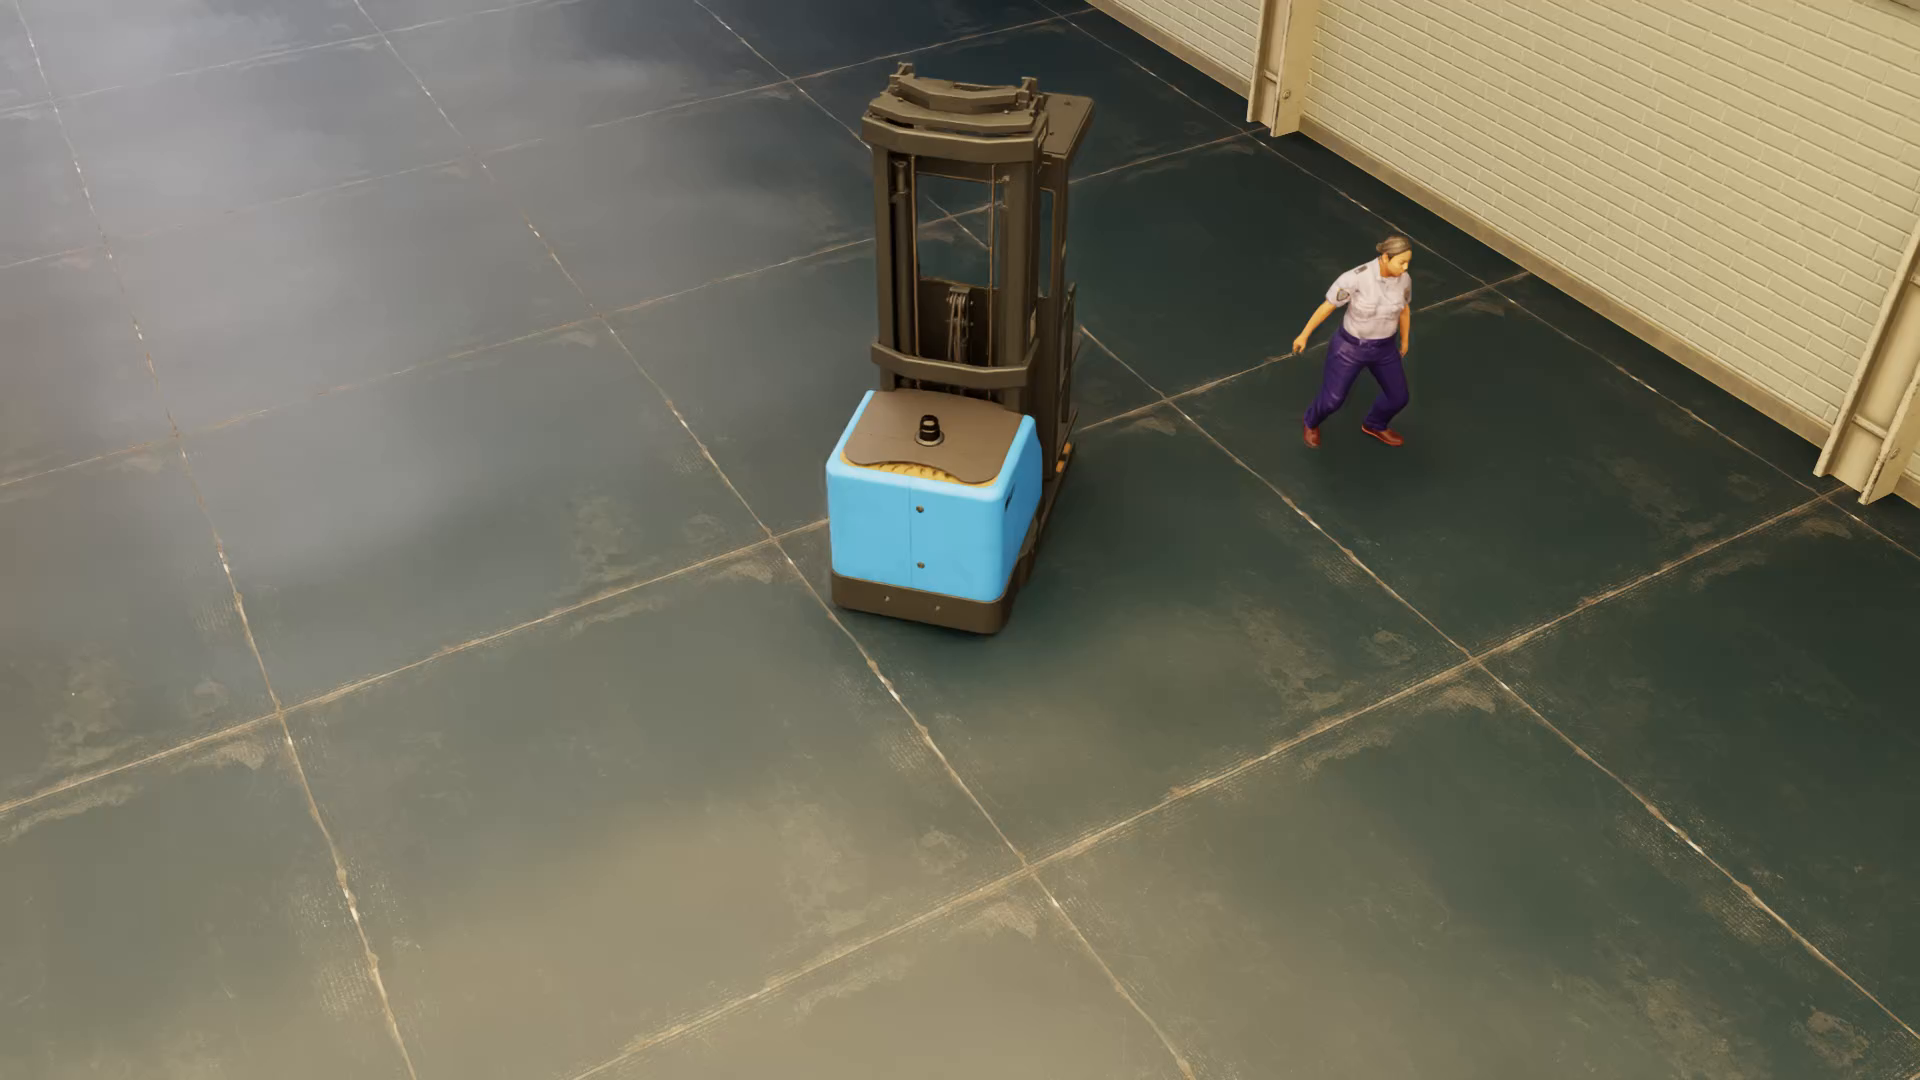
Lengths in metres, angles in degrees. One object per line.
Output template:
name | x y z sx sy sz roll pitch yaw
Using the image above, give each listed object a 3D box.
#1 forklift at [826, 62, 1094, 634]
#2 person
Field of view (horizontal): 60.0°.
forklift | 0.127 -1.537 9.889 1.130 2.935 3.031 10 41 12
person | 2.543 -1.259 10.655 0.823 1.619 0.484 -6 40 -8
